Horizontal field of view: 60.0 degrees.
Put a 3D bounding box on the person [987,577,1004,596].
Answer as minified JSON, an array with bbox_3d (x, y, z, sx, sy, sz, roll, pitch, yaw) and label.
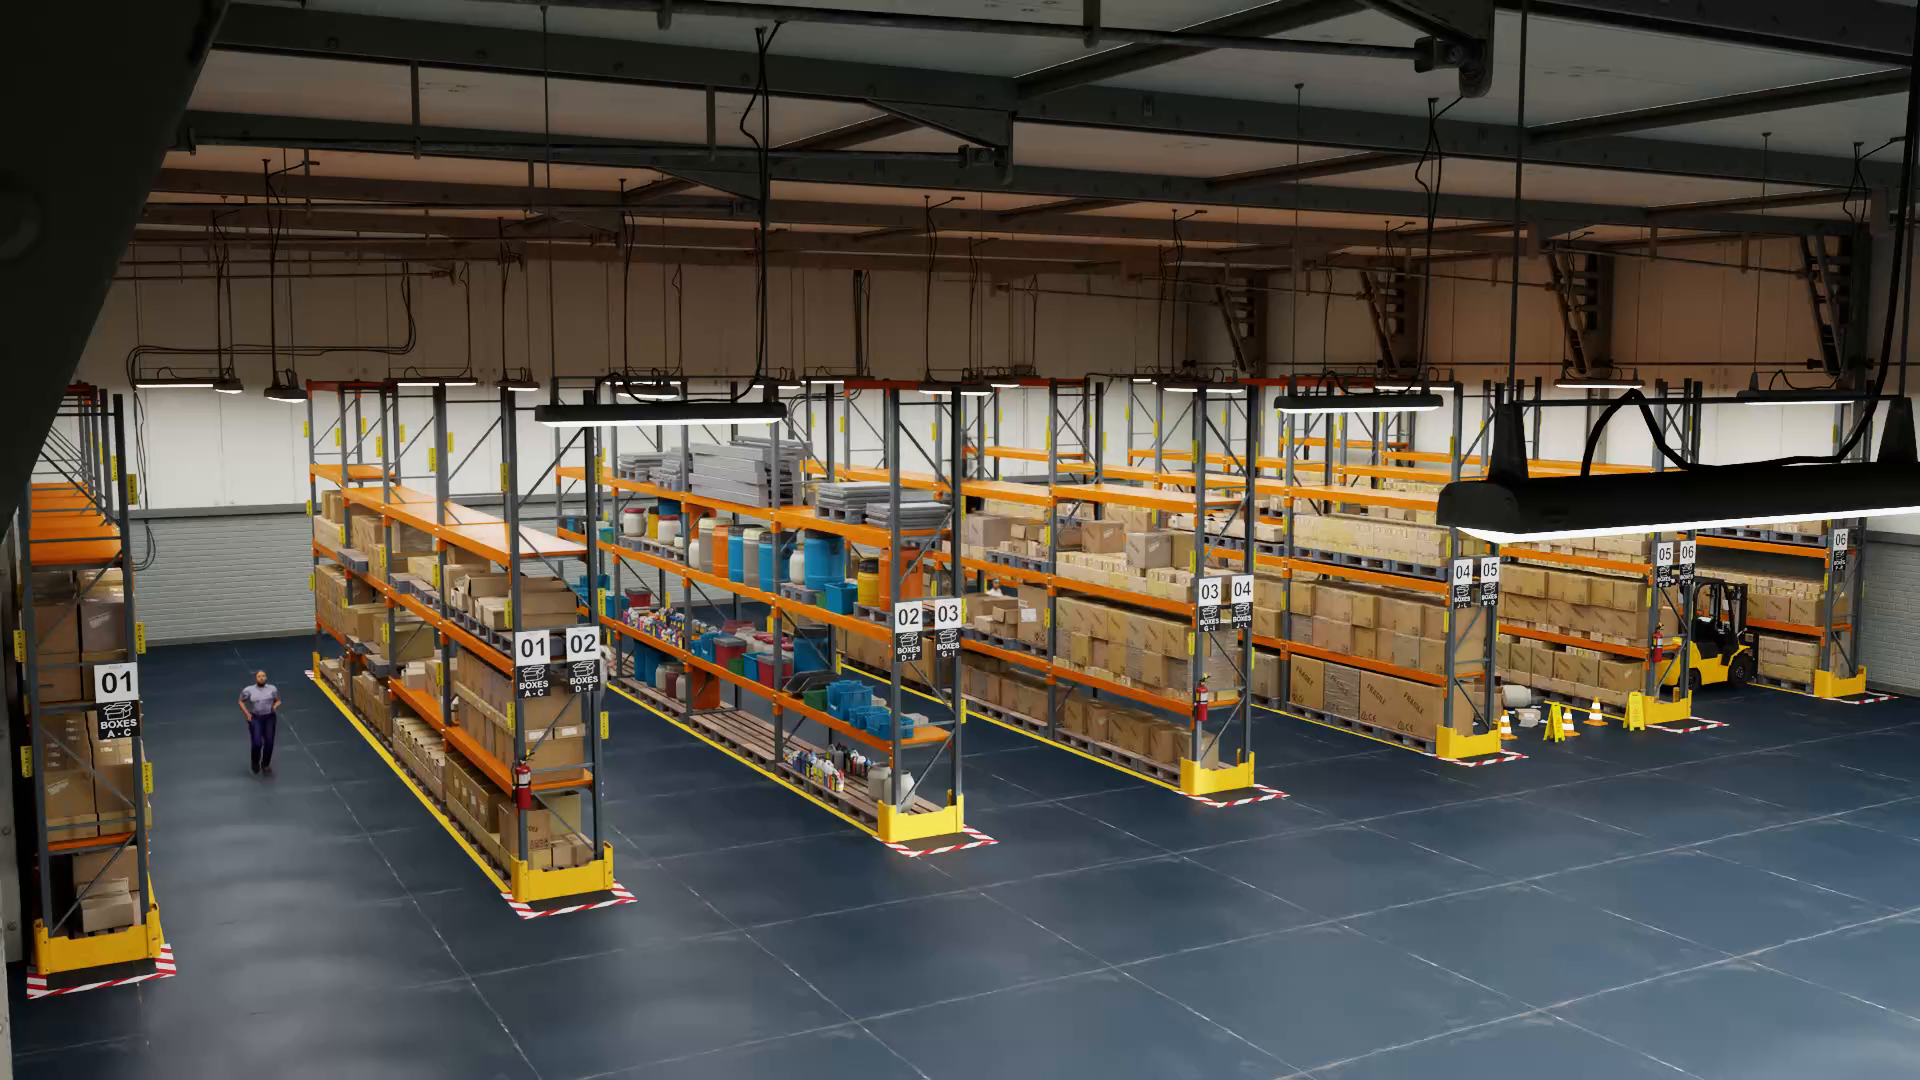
[{"bbox_3d":[0.763,1.646,36.022,0.602,1.733,0.812,-4,7,-35],"label":"person"}]

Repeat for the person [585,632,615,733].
[{"bbox_3d":[-6.207,2.455,28.377,0.626,1.863,0.785,-4,7,-31],"label":"person"}]

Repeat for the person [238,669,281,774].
[{"bbox_3d":[-10.735,2.807,25.590,0.591,1.618,0.573,-4,7,-34],"label":"person"}]
